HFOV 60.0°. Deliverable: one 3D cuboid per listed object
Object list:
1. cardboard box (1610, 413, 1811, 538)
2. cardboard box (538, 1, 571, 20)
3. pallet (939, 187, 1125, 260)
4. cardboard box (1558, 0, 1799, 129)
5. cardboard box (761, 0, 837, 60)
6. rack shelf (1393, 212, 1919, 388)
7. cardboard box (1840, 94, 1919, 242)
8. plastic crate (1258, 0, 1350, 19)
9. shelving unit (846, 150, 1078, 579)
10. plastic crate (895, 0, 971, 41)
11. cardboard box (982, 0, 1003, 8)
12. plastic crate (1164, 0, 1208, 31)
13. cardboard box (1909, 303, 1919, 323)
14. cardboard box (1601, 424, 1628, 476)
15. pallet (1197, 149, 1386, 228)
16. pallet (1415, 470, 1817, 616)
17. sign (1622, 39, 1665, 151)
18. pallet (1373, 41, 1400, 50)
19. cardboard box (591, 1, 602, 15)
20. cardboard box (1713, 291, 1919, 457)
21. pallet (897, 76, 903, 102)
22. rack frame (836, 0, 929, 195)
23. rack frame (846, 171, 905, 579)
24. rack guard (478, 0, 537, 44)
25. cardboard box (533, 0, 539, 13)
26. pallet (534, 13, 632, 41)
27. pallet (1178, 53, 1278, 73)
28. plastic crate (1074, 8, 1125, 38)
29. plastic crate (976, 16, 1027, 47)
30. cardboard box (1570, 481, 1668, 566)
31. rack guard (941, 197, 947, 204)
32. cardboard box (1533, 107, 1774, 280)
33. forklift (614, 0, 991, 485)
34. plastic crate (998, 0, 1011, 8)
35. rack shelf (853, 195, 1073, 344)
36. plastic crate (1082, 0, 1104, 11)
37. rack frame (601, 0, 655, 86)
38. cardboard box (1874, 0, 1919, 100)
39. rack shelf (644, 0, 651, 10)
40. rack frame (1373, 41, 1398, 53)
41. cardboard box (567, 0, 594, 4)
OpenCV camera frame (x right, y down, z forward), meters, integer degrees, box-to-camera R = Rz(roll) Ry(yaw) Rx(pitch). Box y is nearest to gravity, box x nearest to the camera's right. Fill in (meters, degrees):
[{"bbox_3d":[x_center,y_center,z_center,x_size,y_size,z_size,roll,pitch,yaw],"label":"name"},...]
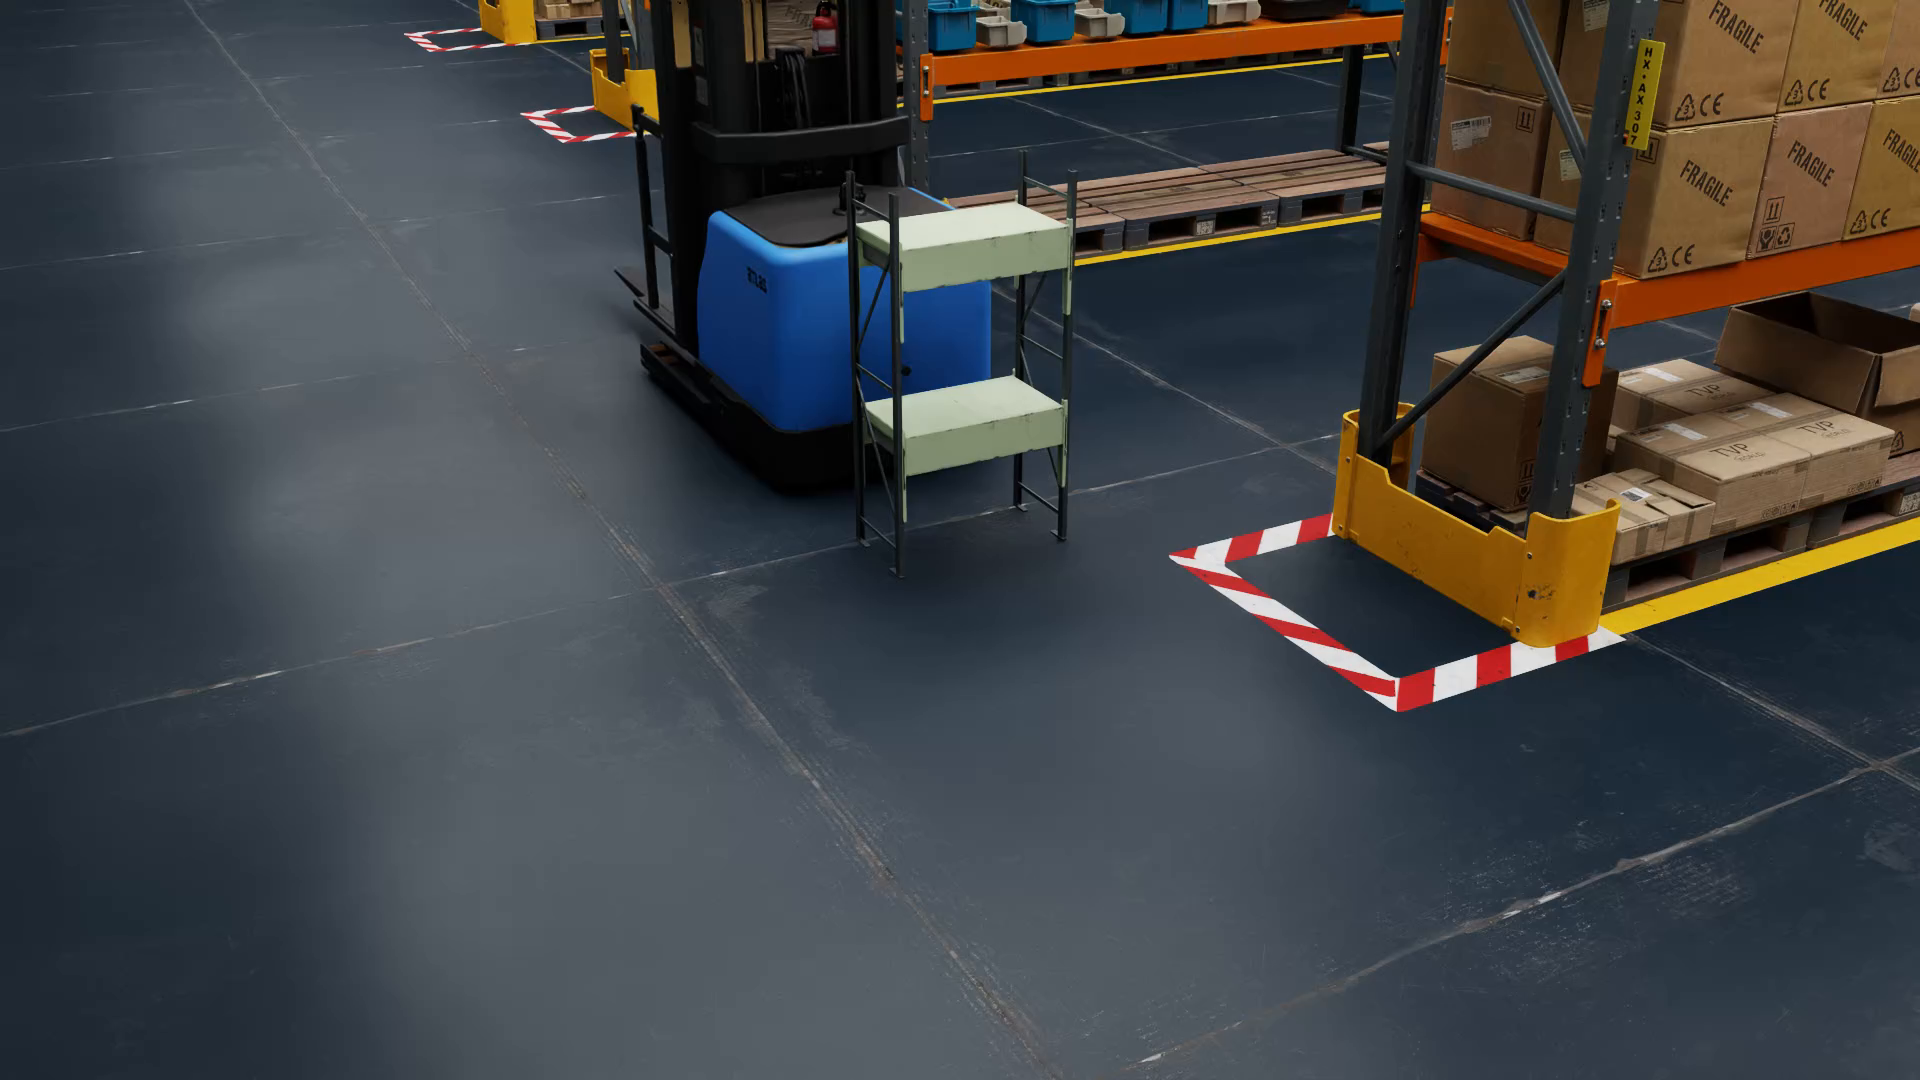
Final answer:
[{"bbox_3d":[2.917,-0.262,6.498,0.500,0.250,0.500,-13,29,-25],"label":"cardboard box"},{"bbox_3d":[-4.427,-5.786,18.144,0.250,0.149,0.380,-12,28,-24],"label":"cardboard box"},{"bbox_3d":[0.281,-1.987,10.645,1.213,0.211,1.003,-13,29,-25],"label":"pallet"},{"bbox_3d":[2.378,-1.684,5.521,0.500,0.500,0.500,-12,28,-24],"label":"cardboard box"},{"bbox_3d":[-1.466,-4.560,14.752,0.875,0.875,0.875,-13,29,-25],"label":"cardboard box"},{"bbox_3d":[3.627,-1.282,6.785,4.000,0.370,1.077,-13,29,-25],"label":"rack shelf"},{"bbox_3d":[3.275,-1.441,6.171,0.500,0.500,0.500,-13,29,-25],"label":"cardboard box"},{"bbox_3d":[2.203,-3.478,10.777,0.590,0.125,0.437,-13,29,-25],"label":"plastic crate"},{"bbox_3d":[0.006,-0.677,6.428,0.755,1.500,0.431,-13,29,-25],"label":"shelving unit"},{"bbox_3d":[-0.257,-3.274,9.992,0.499,0.435,0.616,-13,29,-25],"label":"plastic crate"},{"bbox_3d":[0.114,-4.925,15.512,0.875,0.875,0.875,-13,29,-25],"label":"cardboard box"},{"bbox_3d":[1.334,-3.296,10.274,0.300,0.233,0.416,-13,29,-25],"label":"plastic crate"},{"bbox_3d":[4.920,-0.997,7.958,0.500,0.311,0.500,-13,29,-25],"label":"cardboard box"},{"bbox_3d":[2.626,-0.373,6.825,0.250,0.166,0.380,-13,29,-25],"label":"cardboard box"},{"bbox_3d":[2.434,-2.484,11.680,1.213,0.211,1.003,-13,29,-25],"label":"pallet"},{"bbox_3d":[2.633,-0.120,6.755,1.213,0.211,1.003,-13,29,-25],"label":"pallet"},{"bbox_3d":[2.118,-1.382,5.162,0.005,0.325,0.100,-13,29,-25],"label":"sign"},{"bbox_3d":[4.954,-5.513,17.990,1.213,0.211,1.003,-13,29,-25],"label":"pallet"},{"bbox_3d":[-4.019,-5.924,18.431,0.250,0.149,0.380,-13,28,-25],"label":"cardboard box"},{"bbox_3d":[3.737,-0.702,7.121,0.637,0.503,0.797,-13,29,-25],"label":"cardboard box"},{"bbox_3d":[-1.052,-4.165,15.181,1.213,0.211,1.003,-13,29,-25],"label":"pallet"},{"bbox_3d":[-0.465,-3.091,9.722,0.127,3.000,1.000,-13,29,-25],"label":"rack frame"},{"bbox_3d":[-0.317,-0.603,6.273,0.023,1.500,0.400,-13,29,-25],"label":"rack frame"},{"bbox_3d":[-4.973,-5.786,18.224,0.348,0.500,1.175,-13,29,-25],"label":"rack guard"},{"bbox_3d":[-4.674,-5.988,18.566,0.250,0.149,0.380,-12,28,-24],"label":"cardboard box"},{"bbox_3d":[-4.240,-5.808,18.603,1.213,0.211,1.003,-13,29,-25],"label":"pallet"},{"bbox_3d":[2.457,-4.976,16.871,1.213,0.211,1.003,-13,29,-25],"label":"pallet"},{"bbox_3d":[0.828,-3.096,9.967,0.298,0.136,0.250,-13,29,-25],"label":"plastic crate"},{"bbox_3d":[0.230,-2.957,9.679,0.298,0.136,0.250,-13,29,-25],"label":"plastic crate"},{"bbox_3d":[2.394,-0.066,6.207,0.250,0.149,0.380,-13,29,-25],"label":"cardboard box"},{"bbox_3d":[-0.480,-1.954,10.243,0.348,0.500,1.175,-13,29,-25],"label":"rack guard"},{"bbox_3d":[2.378,-1.233,5.737,0.500,0.500,0.500,-12,28,-24],"label":"cardboard box"},{"bbox_3d":[-0.974,-2.161,7.864,1.130,2.935,3.031,-13,28,-25],"label":"forklift"},{"bbox_3d":[0.432,-3.288,10.368,0.243,0.136,0.396,-13,29,-25],"label":"plastic crate"},{"bbox_3d":[0.006,-1.029,6.259,0.720,0.370,0.431,-13,29,-25],"label":"rack shelf"},{"bbox_3d":[0.919,-3.421,10.646,0.250,0.136,0.298,-13,29,-25],"label":"plastic crate"},{"bbox_3d":[-2.796,-4.983,13.662,0.127,3.000,1.000,-13,29,-25],"label":"rack frame"},{"bbox_3d":[3.280,-1.893,5.957,0.500,0.500,0.500,-13,28,-24],"label":"cardboard box"},{"bbox_3d":[-1.031,-5.066,14.666,4.000,0.370,1.077,-13,29,-25],"label":"rack shelf"},{"bbox_3d":[4.263,-6.612,17.056,0.127,3.000,1.000,-13,29,-25],"label":"rack frame"},{"bbox_3d":[-4.189,-5.979,18.201,0.250,0.149,0.380,-13,29,-25],"label":"cardboard box"}]
